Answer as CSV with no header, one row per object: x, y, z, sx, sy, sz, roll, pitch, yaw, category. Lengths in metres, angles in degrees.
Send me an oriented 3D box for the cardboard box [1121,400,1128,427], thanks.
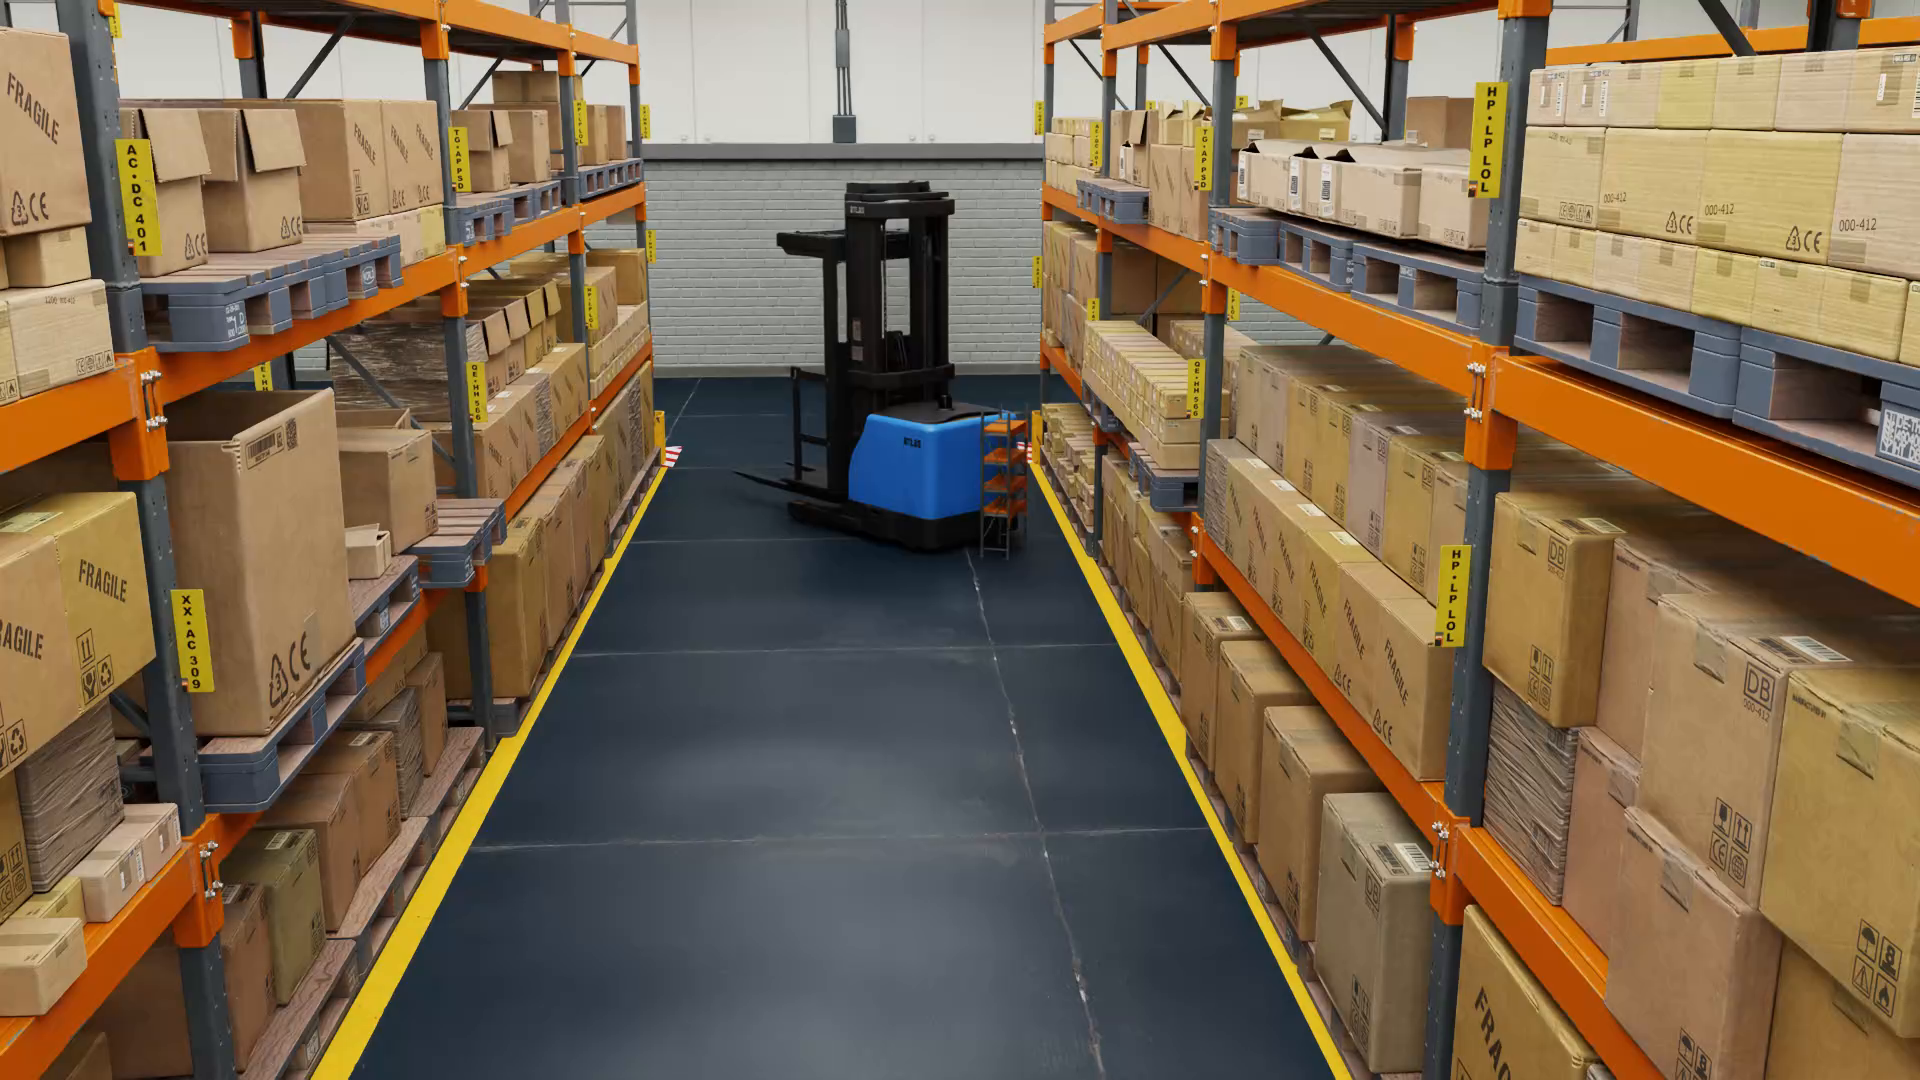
1.261,-0.824,10.872,0.380,0.149,0.250,0,14,-2,cardboard box

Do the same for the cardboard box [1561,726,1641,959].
2.164,0.842,4.433,0.875,0.550,0.550,-1,14,-3,cardboard box

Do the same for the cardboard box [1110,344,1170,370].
1.224,-1.246,11.317,0.380,0.149,0.250,0,14,-1,cardboard box

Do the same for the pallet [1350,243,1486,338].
1.967,-0.900,5.871,0.805,0.209,1.217,-1,15,-6,pallet

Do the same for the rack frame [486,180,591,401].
-3.380,-1.251,12.870,1.000,3.000,0.127,-1,14,-3,rack frame

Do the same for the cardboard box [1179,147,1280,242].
1.536,-1.947,9.354,0.500,0.500,0.500,-1,14,-3,cardboard box

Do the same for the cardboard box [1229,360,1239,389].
1.925,-1.057,10.581,0.380,0.149,0.250,0,14,-1,cardboard box

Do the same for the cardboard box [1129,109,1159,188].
1.542,-2.623,11.130,0.797,0.503,0.637,-1,14,-4,cardboard box

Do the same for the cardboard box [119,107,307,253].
-2.873,-1.321,6.069,0.797,0.503,0.637,0,14,-1,cardboard box

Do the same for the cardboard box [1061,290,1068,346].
1.195,-1.993,14.954,0.500,0.500,0.500,-1,14,-5,cardboard box

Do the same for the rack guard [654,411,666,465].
-3.629,-1.042,17.071,1.175,0.500,0.348,-1,14,-3,rack guard

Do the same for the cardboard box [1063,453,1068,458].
1.180,-0.732,15.732,0.380,0.149,0.250,-1,14,-3,cardboard box

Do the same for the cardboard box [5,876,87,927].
-2.616,1.034,4.491,0.380,0.149,0.250,-1,14,-3,cardboard box

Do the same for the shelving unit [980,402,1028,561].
0.360,-0.483,13.498,0.258,1.200,0.503,5,15,18,shelving unit

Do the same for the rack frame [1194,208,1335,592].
1.825,-0.308,9.204,1.000,3.000,0.127,-1,14,-3,rack frame

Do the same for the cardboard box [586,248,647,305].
-3.335,-2.564,16.170,0.500,0.500,0.500,-1,14,-3,cardboard box

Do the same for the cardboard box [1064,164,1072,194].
1.196,-3.175,14.626,0.500,0.250,0.500,-1,14,-4,cardboard box

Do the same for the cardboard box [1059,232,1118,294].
1.175,-2.477,14.829,0.500,0.500,0.500,-1,14,-5,cardboard box

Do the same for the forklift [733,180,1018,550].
-0.878,-1.636,14.501,1.130,2.935,3.031,-13,19,-41,forklift

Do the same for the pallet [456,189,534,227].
-3.297,-2.055,10.354,1.003,0.211,1.213,0,14,-1,pallet

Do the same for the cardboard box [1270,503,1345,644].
1.677,0.135,7.281,0.500,0.500,0.500,-1,14,-4,cardboard box

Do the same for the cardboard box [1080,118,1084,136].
1.212,-3.451,13.896,0.380,0.149,0.250,-1,15,-6,cardboard box

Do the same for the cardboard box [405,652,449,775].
-3.070,0.907,8.614,0.700,0.500,0.500,-2,15,-6,cardboard box

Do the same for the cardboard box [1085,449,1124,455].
1.279,-0.689,14.368,0.380,0.149,0.250,0,14,-2,cardboard box

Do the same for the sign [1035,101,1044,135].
0.788,-4.165,16.421,0.100,0.325,0.005,-1,14,-3,sign

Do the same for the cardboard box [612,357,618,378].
-3.133,-1.468,14.217,0.380,0.149,0.250,-1,14,-4,cardboard box

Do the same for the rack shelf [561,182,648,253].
-3.504,-2.853,14.519,1.077,0.370,4.000,-1,14,-3,rack shelf

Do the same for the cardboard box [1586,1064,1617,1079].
2.102,1.894,4.067,0.875,0.875,0.875,-1,14,-3,cardboard box

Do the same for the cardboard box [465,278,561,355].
-3.332,-1.627,12.116,0.797,0.503,0.637,-1,14,-5,cardboard box

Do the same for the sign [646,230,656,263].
-3.085,-2.927,16.582,0.100,0.325,0.005,-1,14,-3,sign

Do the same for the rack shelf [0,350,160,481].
-2.760,0.131,2.920,1.077,0.370,4.000,-1,14,-3,rack shelf

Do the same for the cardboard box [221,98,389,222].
-2.795,-1.634,7.135,0.500,0.500,0.500,-1,14,-2,cardboard box

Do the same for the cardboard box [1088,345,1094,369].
1.160,-1.359,12.353,0.380,0.149,0.250,-1,14,-5,cardboard box

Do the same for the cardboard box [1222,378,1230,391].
1.914,-0.977,10.870,0.380,0.149,0.250,-1,14,-4,cardboard box

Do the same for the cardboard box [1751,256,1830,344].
1.837,-0.484,3.327,0.380,0.149,0.250,-1,14,-3,cardboard box

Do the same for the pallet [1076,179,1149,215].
1.509,-2.509,12.117,1.213,0.211,1.003,-1,14,-3,pallet

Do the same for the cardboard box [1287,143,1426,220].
1.713,-1.534,7.083,0.500,0.311,0.500,-1,14,-4,cardboard box

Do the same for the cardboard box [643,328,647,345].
-3.259,-1.976,16.192,0.380,0.149,0.250,-1,14,-3,cardboard box

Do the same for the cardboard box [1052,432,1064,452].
1.077,-0.936,15.927,0.380,0.149,0.250,0,14,-2,cardboard box

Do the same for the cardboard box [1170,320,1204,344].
1.797,-1.576,12.599,0.380,0.149,0.250,0,14,-1,cardboard box

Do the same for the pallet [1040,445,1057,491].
1.349,-0.726,16.423,1.003,0.211,1.213,-1,14,-3,pallet

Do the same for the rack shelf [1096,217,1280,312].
1.701,-1.910,10.853,1.077,0.370,4.000,-1,14,-3,rack shelf

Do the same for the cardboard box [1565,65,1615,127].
1.773,-1.123,4.212,0.380,0.149,0.250,-1,14,-4,cardboard box

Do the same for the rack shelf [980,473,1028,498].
0.360,-0.418,13.514,0.258,0.148,0.480,5,15,18,rack shelf

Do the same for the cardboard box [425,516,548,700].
-3.154,0.397,9.885,1.225,0.875,0.875,-2,15,-6,cardboard box

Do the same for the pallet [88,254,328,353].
-2.816,-0.779,5.390,1.213,0.211,1.003,-1,14,-3,pallet

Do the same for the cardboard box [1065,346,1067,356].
1.175,-1.768,15.382,0.380,0.149,0.250,-1,14,-5,cardboard box

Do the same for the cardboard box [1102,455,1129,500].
1.359,-0.471,12.506,0.500,0.250,0.500,-2,15,-6,cardboard box

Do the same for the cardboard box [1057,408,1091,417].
1.160,-1.206,16.379,0.380,0.149,0.250,-1,14,-2,cardboard box

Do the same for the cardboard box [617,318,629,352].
-3.234,-1.819,14.780,0.500,0.250,0.500,-1,14,-3,cardboard box

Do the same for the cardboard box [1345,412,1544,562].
1.971,-0.223,6.665,0.700,0.500,0.500,-1,14,-3,cardboard box

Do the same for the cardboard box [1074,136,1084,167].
1.237,-3.295,14.091,0.500,0.250,0.500,0,14,-1,cardboard box

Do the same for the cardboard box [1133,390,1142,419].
1.288,-0.844,10.350,0.380,0.149,0.250,-1,14,-3,cardboard box
